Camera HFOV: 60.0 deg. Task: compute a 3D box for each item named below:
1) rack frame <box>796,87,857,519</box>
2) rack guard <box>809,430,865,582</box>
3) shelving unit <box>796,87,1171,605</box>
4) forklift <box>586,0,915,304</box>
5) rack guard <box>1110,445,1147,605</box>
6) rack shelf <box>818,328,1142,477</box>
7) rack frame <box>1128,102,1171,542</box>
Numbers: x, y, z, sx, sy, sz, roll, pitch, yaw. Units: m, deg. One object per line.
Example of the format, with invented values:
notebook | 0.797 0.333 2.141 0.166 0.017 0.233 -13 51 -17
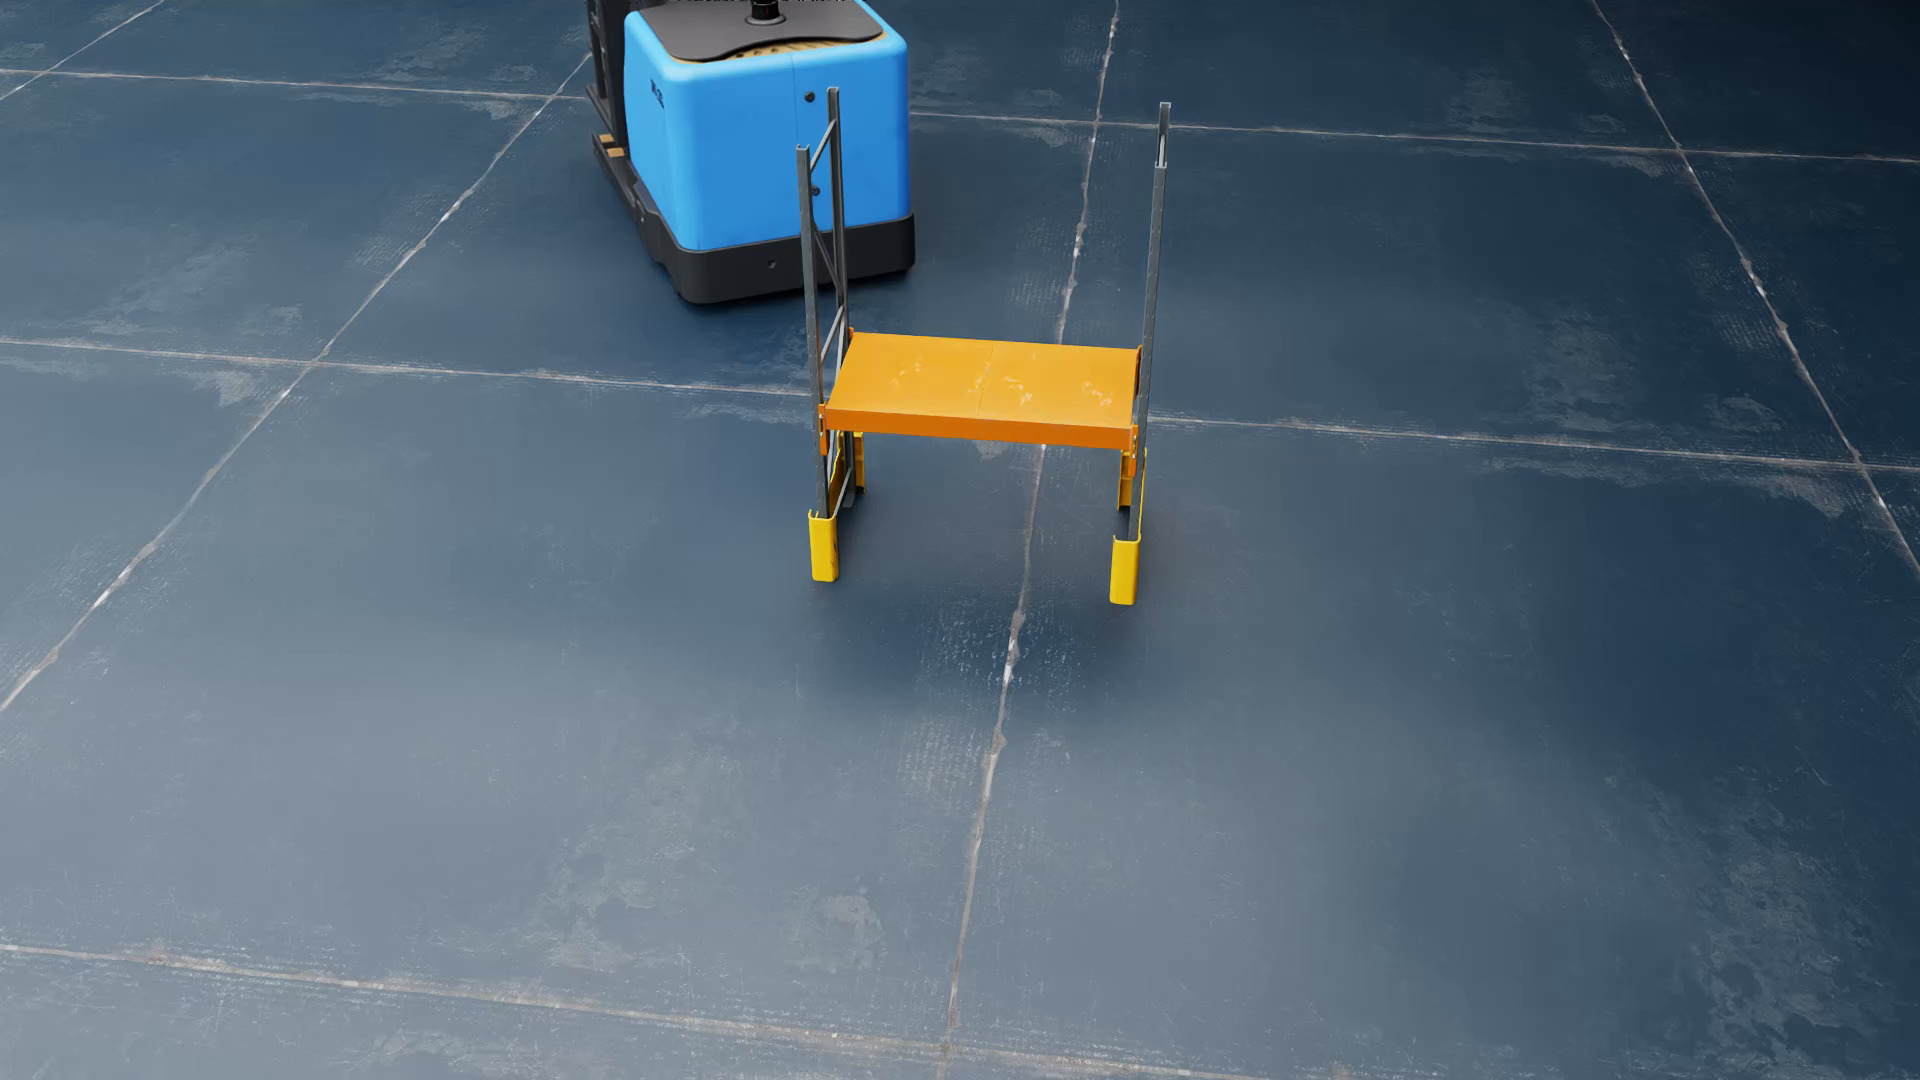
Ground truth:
rack frame | -0.420 -0.642 5.358 0.032 1.500 0.500 4 36 6
rack guard | -0.418 -0.133 5.721 0.087 0.250 0.587 4 36 6
shelving unit | 0.076 -0.605 5.306 1.083 1.500 0.587 4 36 6
forklift | -1.203 -3.044 7.492 1.130 2.935 3.031 -13 37 -17
rack guard | 0.570 -0.059 5.618 0.087 0.250 0.587 4 36 6
rack shelf | 0.085 -0.458 5.410 1.000 0.185 0.538 4 36 6
rack frame | 0.589 -0.567 5.253 0.032 1.500 0.500 4 36 6
